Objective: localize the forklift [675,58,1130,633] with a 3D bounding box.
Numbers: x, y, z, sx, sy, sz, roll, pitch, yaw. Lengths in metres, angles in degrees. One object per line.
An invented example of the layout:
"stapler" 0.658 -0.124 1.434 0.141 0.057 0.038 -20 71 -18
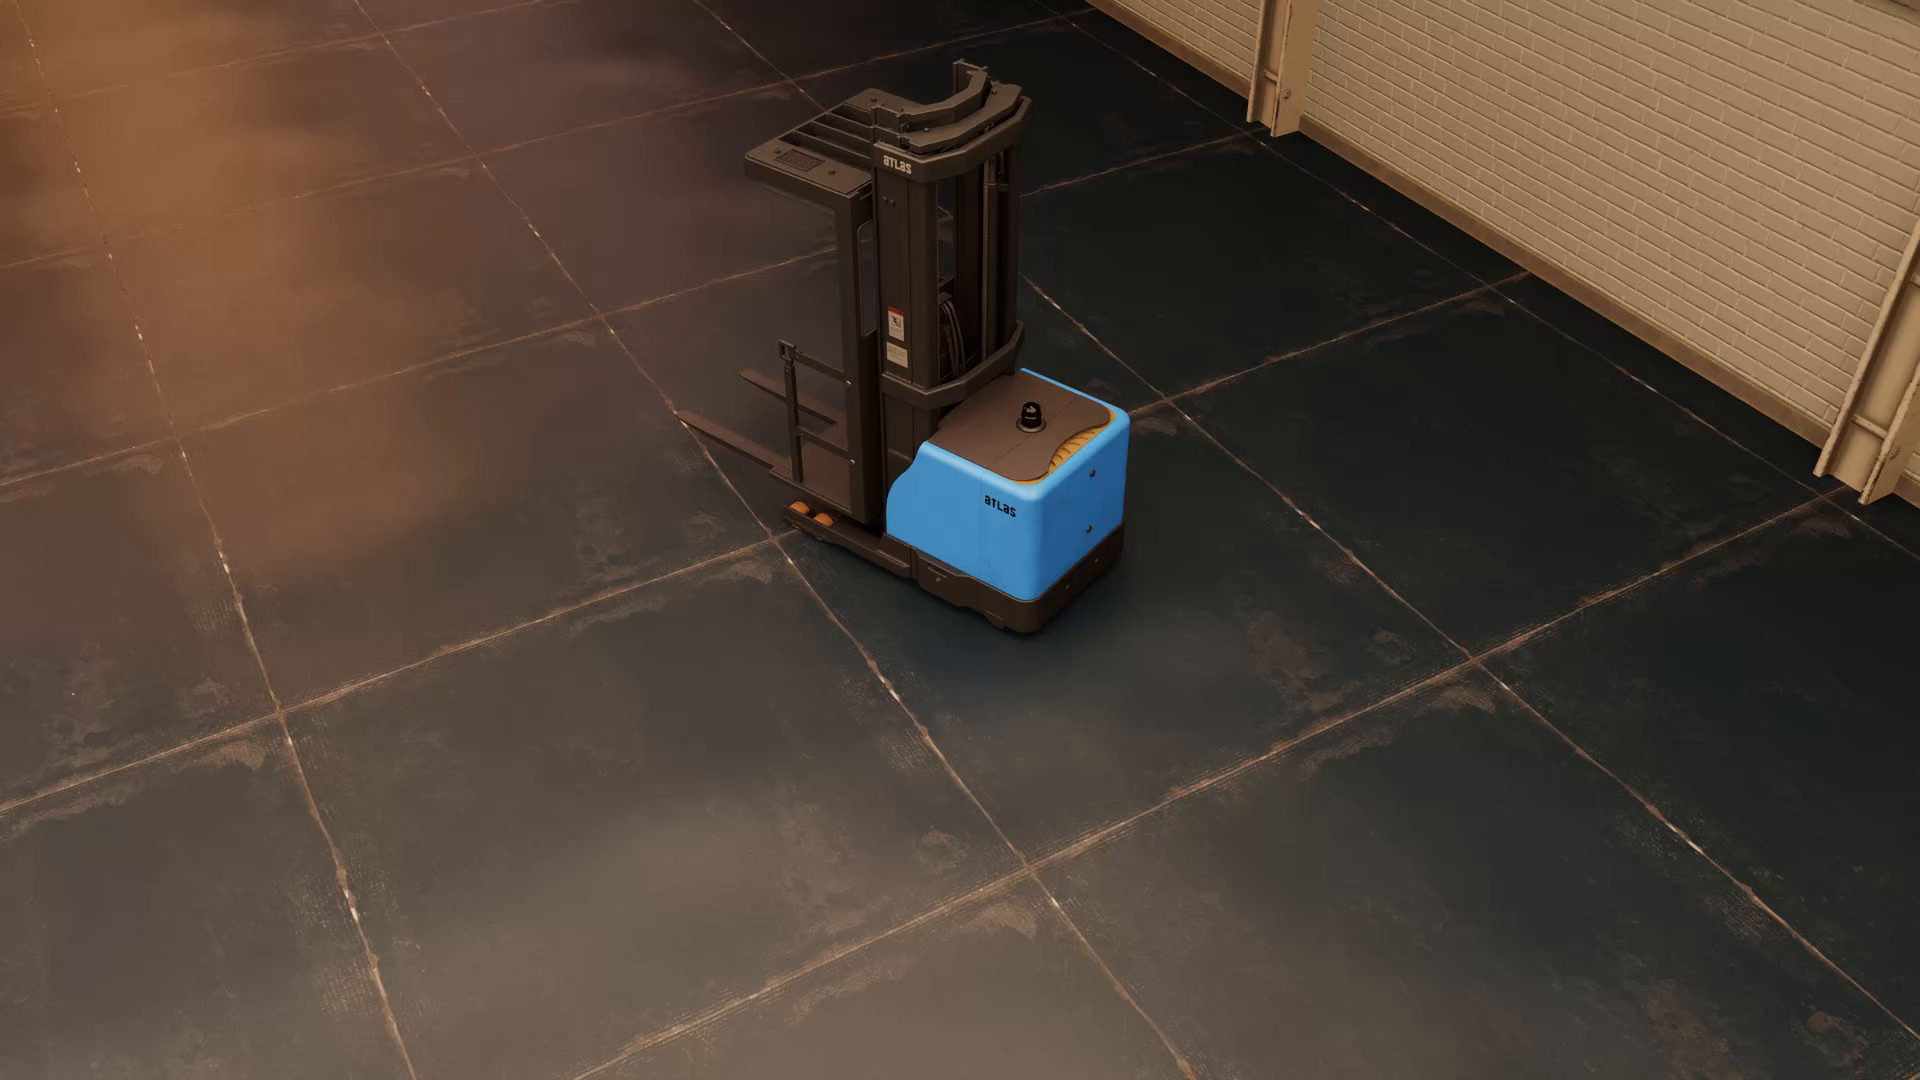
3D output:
"forklift" -0.481 -1.366 9.683 3.031 2.935 1.130 26 46 28
